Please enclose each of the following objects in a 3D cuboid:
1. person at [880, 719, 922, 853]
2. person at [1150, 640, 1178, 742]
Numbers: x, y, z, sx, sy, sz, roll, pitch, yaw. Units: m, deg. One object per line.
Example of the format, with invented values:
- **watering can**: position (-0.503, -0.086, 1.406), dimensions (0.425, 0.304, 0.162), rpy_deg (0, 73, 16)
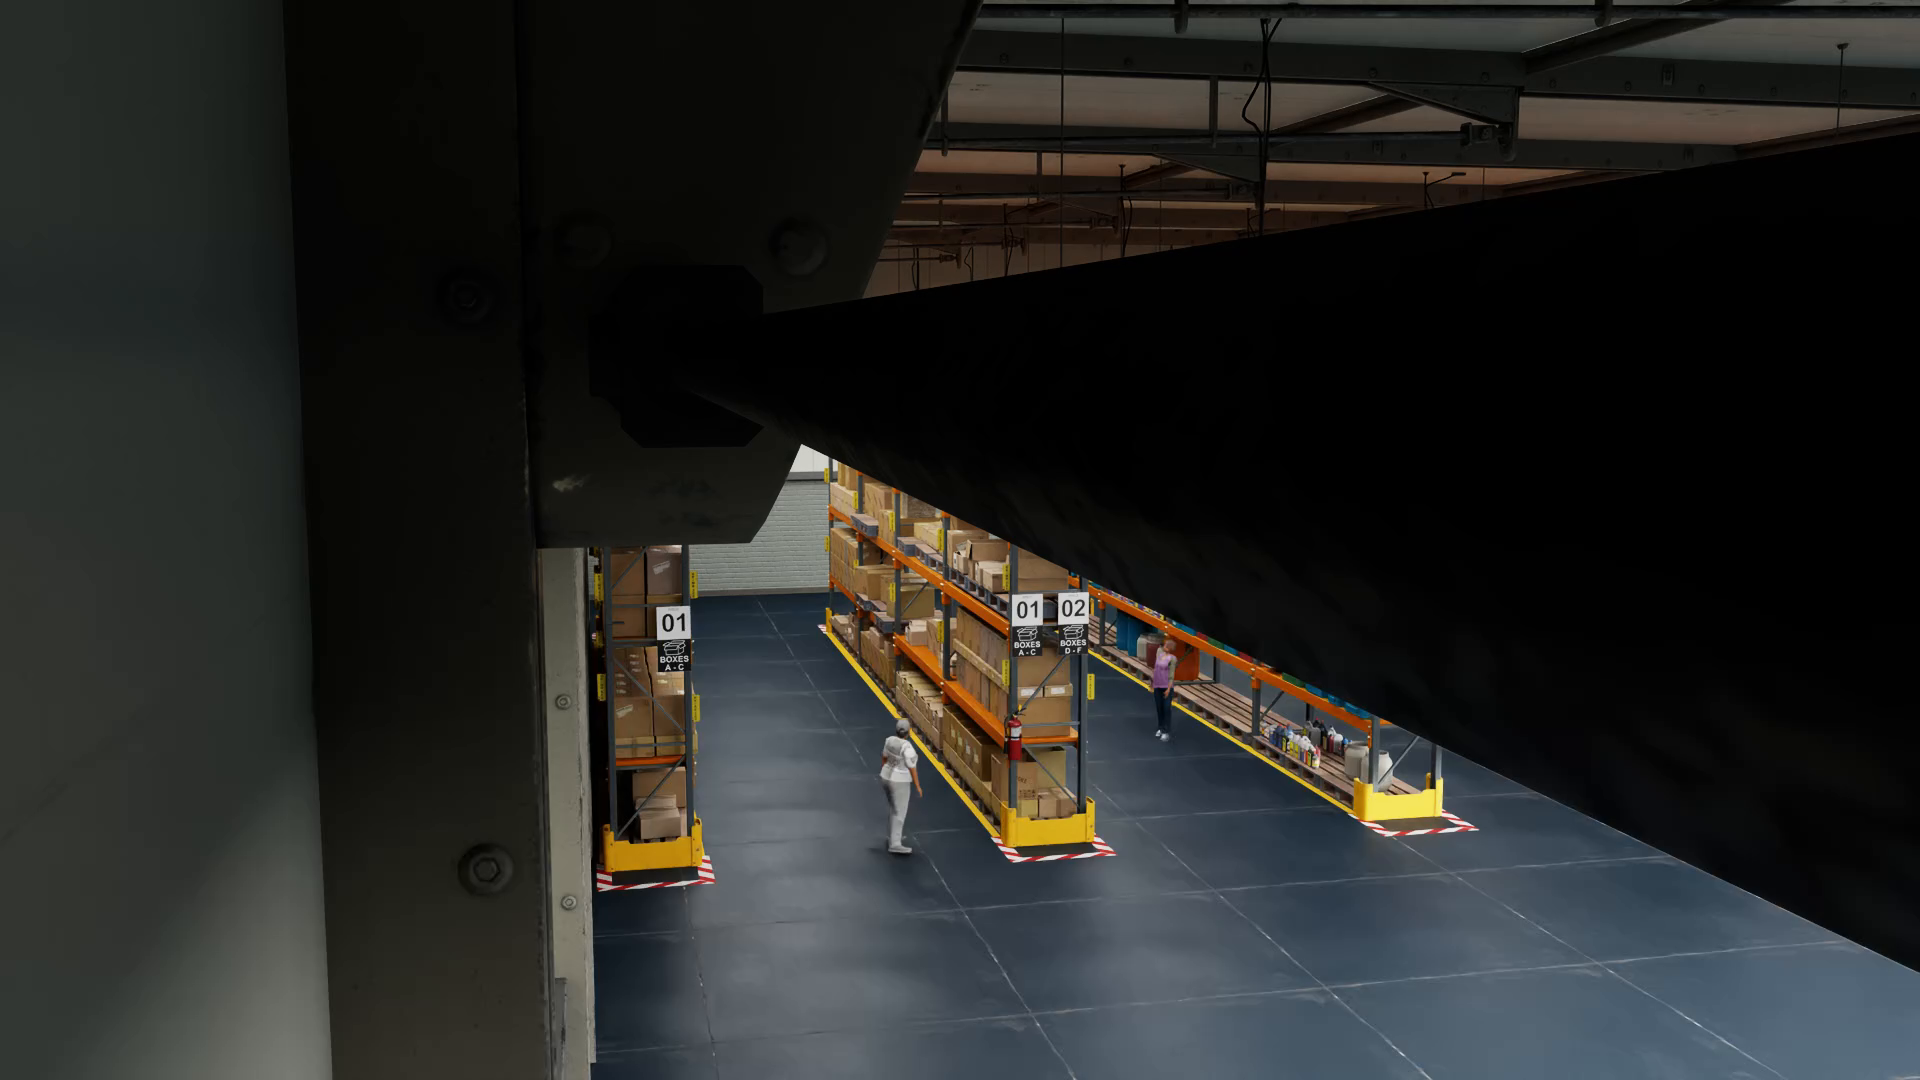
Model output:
- **person**: position (-0.764, 3.057, 20.854), dimensions (0.528, 1.688, 0.673), rpy_deg (-4, 8, -31)
- **person**: position (3.214, 2.399, 26.675), dimensions (0.465, 1.598, 0.510), rpy_deg (6, 9, 40)
